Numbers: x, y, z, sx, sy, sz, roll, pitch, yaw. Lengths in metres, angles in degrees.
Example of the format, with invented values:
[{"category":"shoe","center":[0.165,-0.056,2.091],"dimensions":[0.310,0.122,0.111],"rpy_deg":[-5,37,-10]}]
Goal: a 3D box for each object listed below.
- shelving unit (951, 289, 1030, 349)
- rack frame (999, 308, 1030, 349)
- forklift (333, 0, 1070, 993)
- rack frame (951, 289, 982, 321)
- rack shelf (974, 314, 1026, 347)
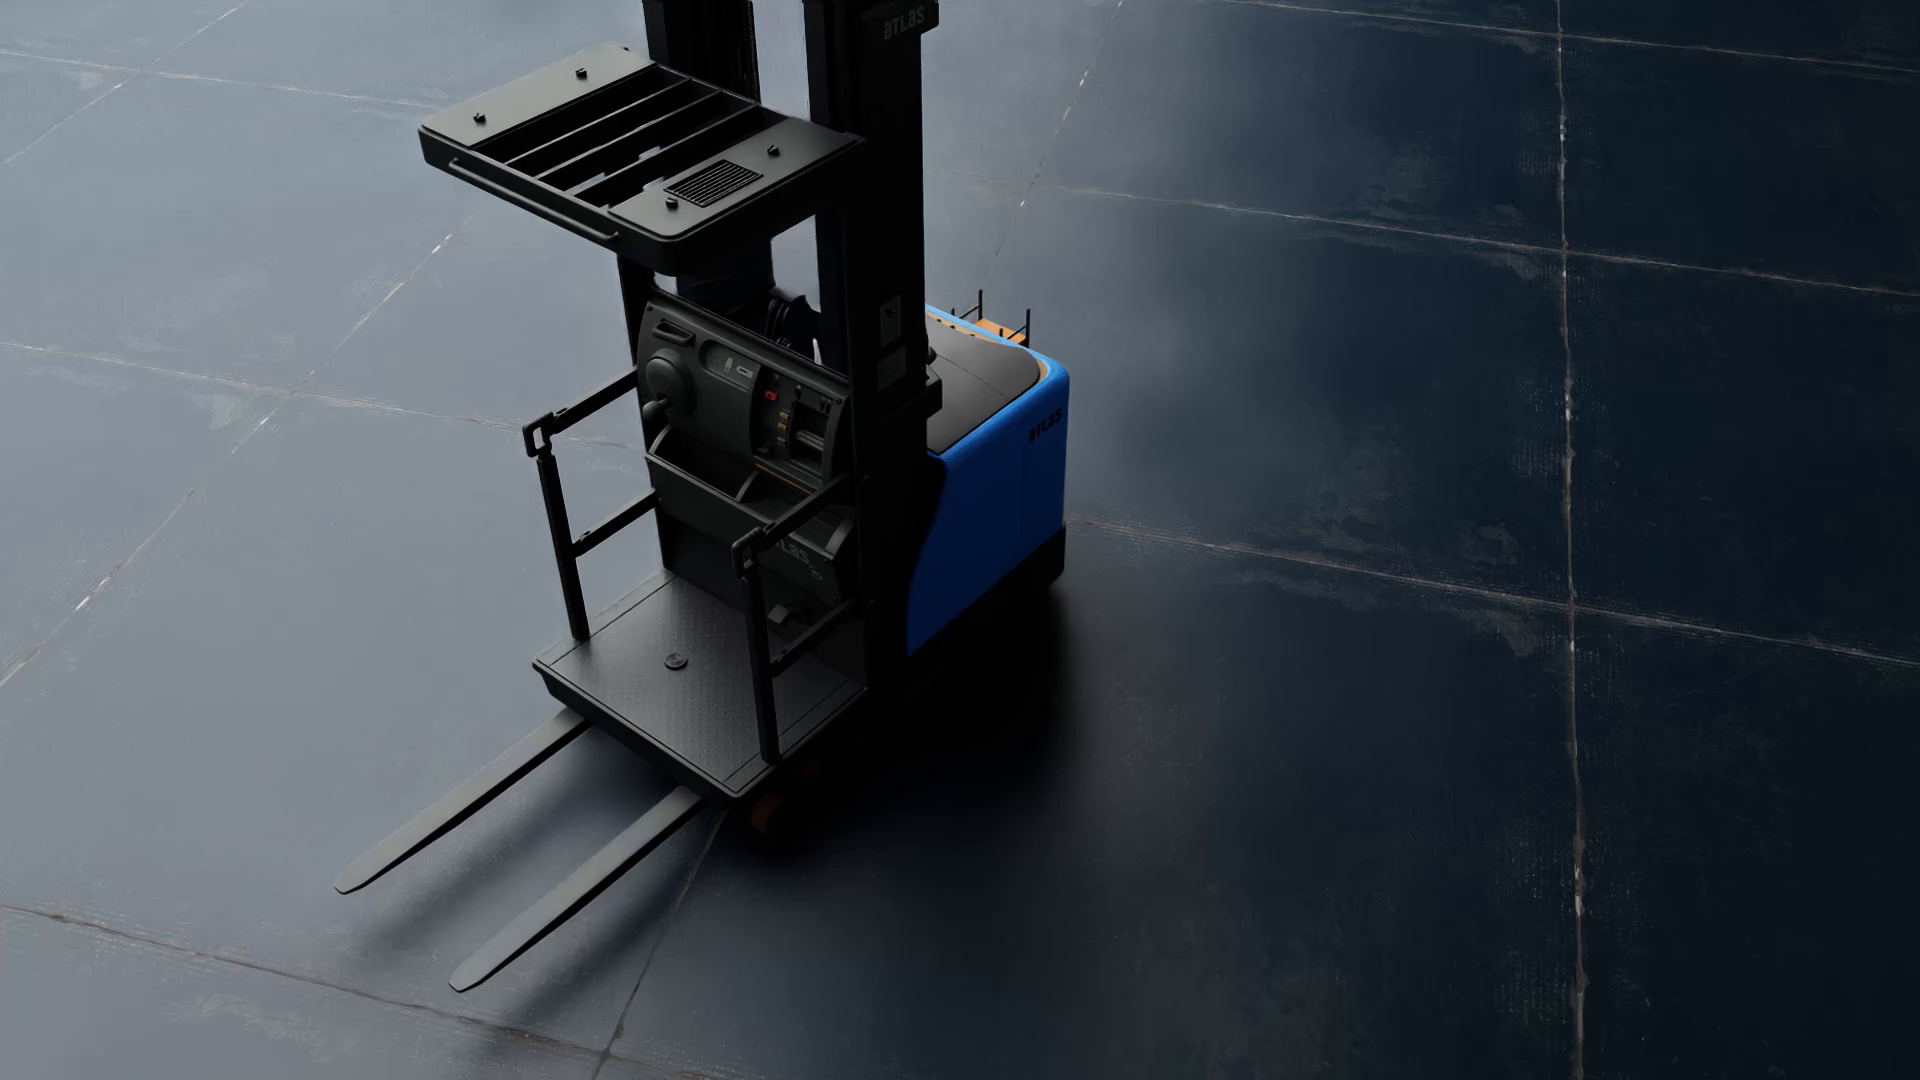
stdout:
[{"category":"shelving unit","center":[0.124,-0.534,7.070],"dimensions":[0.252,1.050,0.215],"rpy_deg":[27,47,28]},{"category":"rack frame","center":[0.220,-0.486,7.012],"dimensions":[0.008,1.050,0.200],"rpy_deg":[27,47,28]},{"category":"forklift","center":[-0.878,-0.424,5.475],"dimensions":[1.130,2.935,3.031],"rpy_deg":[27,47,29]},{"category":"rack frame","center":[0.028,-0.583,7.127],"dimensions":[0.008,1.050,0.200],"rpy_deg":[27,47,28]},{"category":"rack shelf","center":[0.124,-0.743,6.894],"dimensions":[0.240,0.259,0.215],"rpy_deg":[27,47,28]}]
